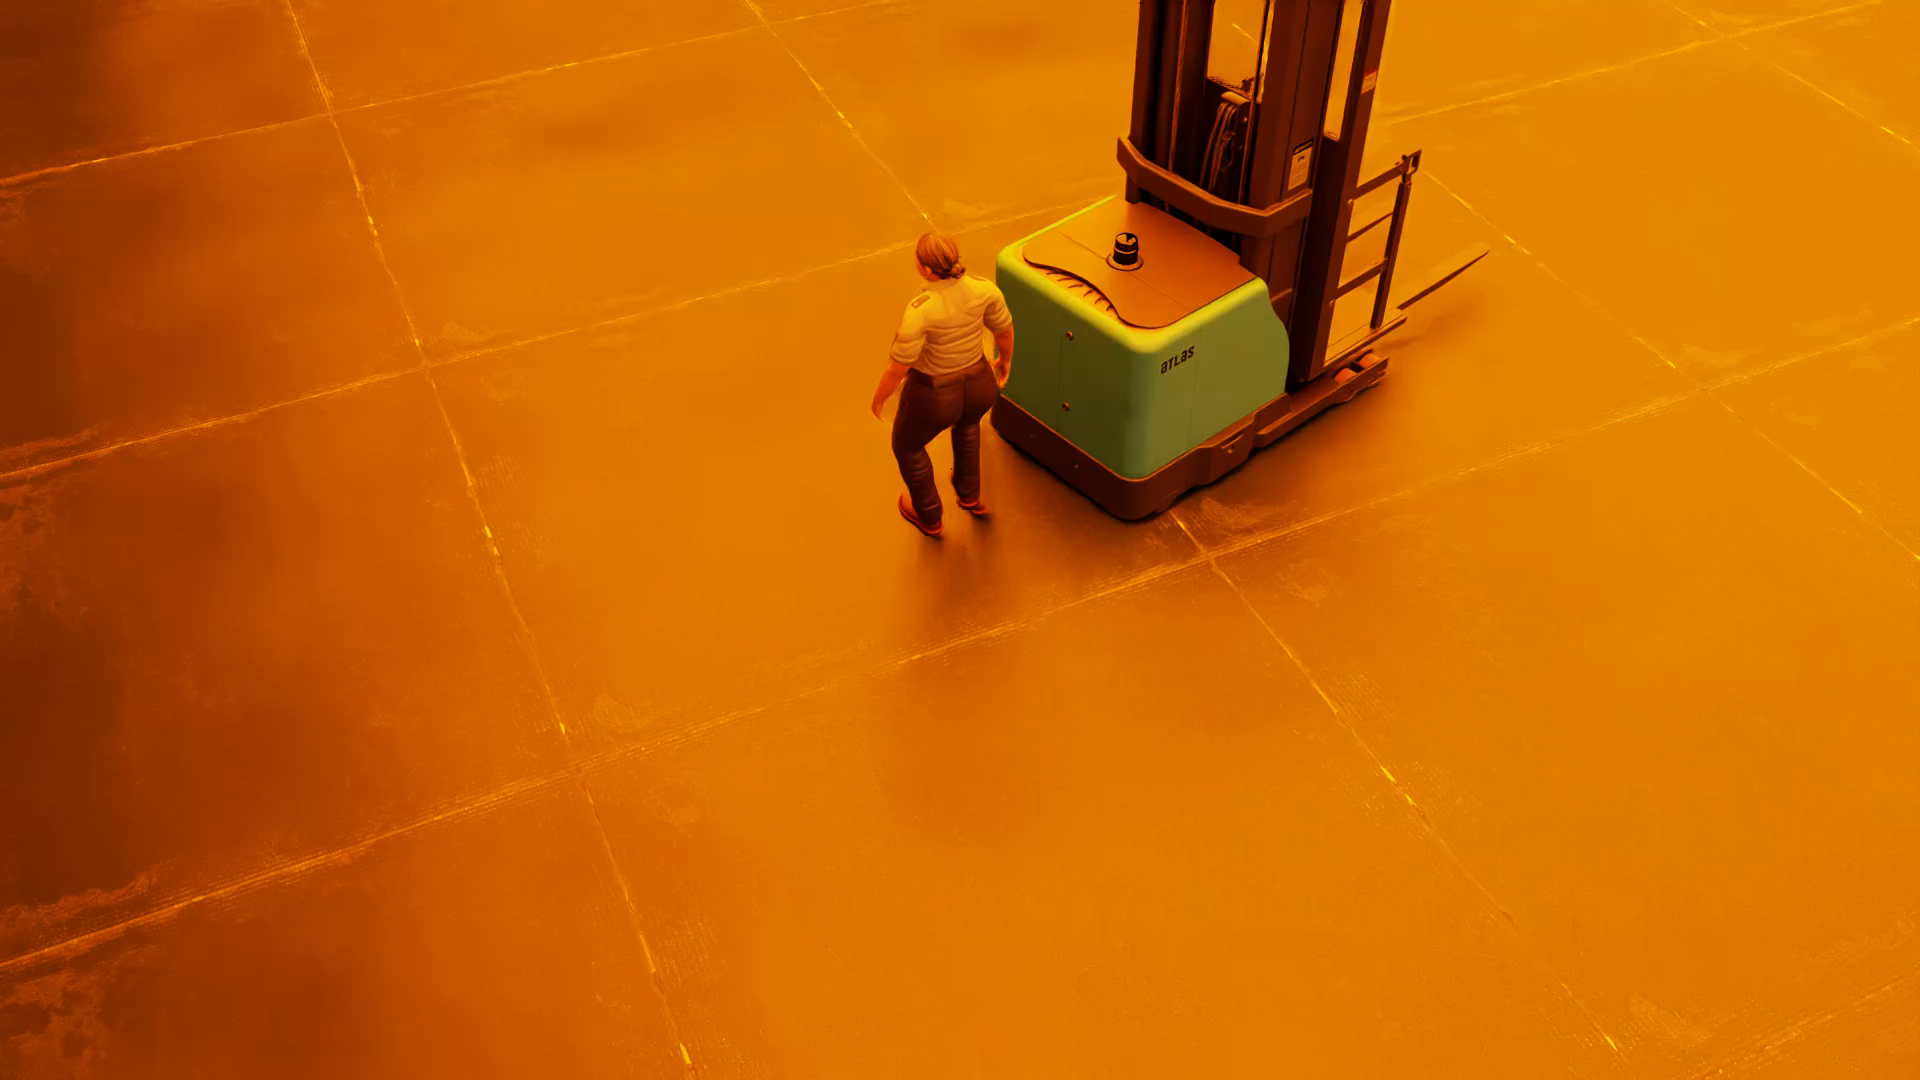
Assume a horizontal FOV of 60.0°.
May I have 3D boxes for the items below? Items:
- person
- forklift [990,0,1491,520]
[{"bbox_3d":[-0.097,-0.708,7.410,0.680,1.625,0.470,-23,48,-23],"label":"person"},{"bbox_3d":[1.594,-2.033,7.858,3.031,2.935,1.130,-31,51,-29],"label":"forklift"}]
